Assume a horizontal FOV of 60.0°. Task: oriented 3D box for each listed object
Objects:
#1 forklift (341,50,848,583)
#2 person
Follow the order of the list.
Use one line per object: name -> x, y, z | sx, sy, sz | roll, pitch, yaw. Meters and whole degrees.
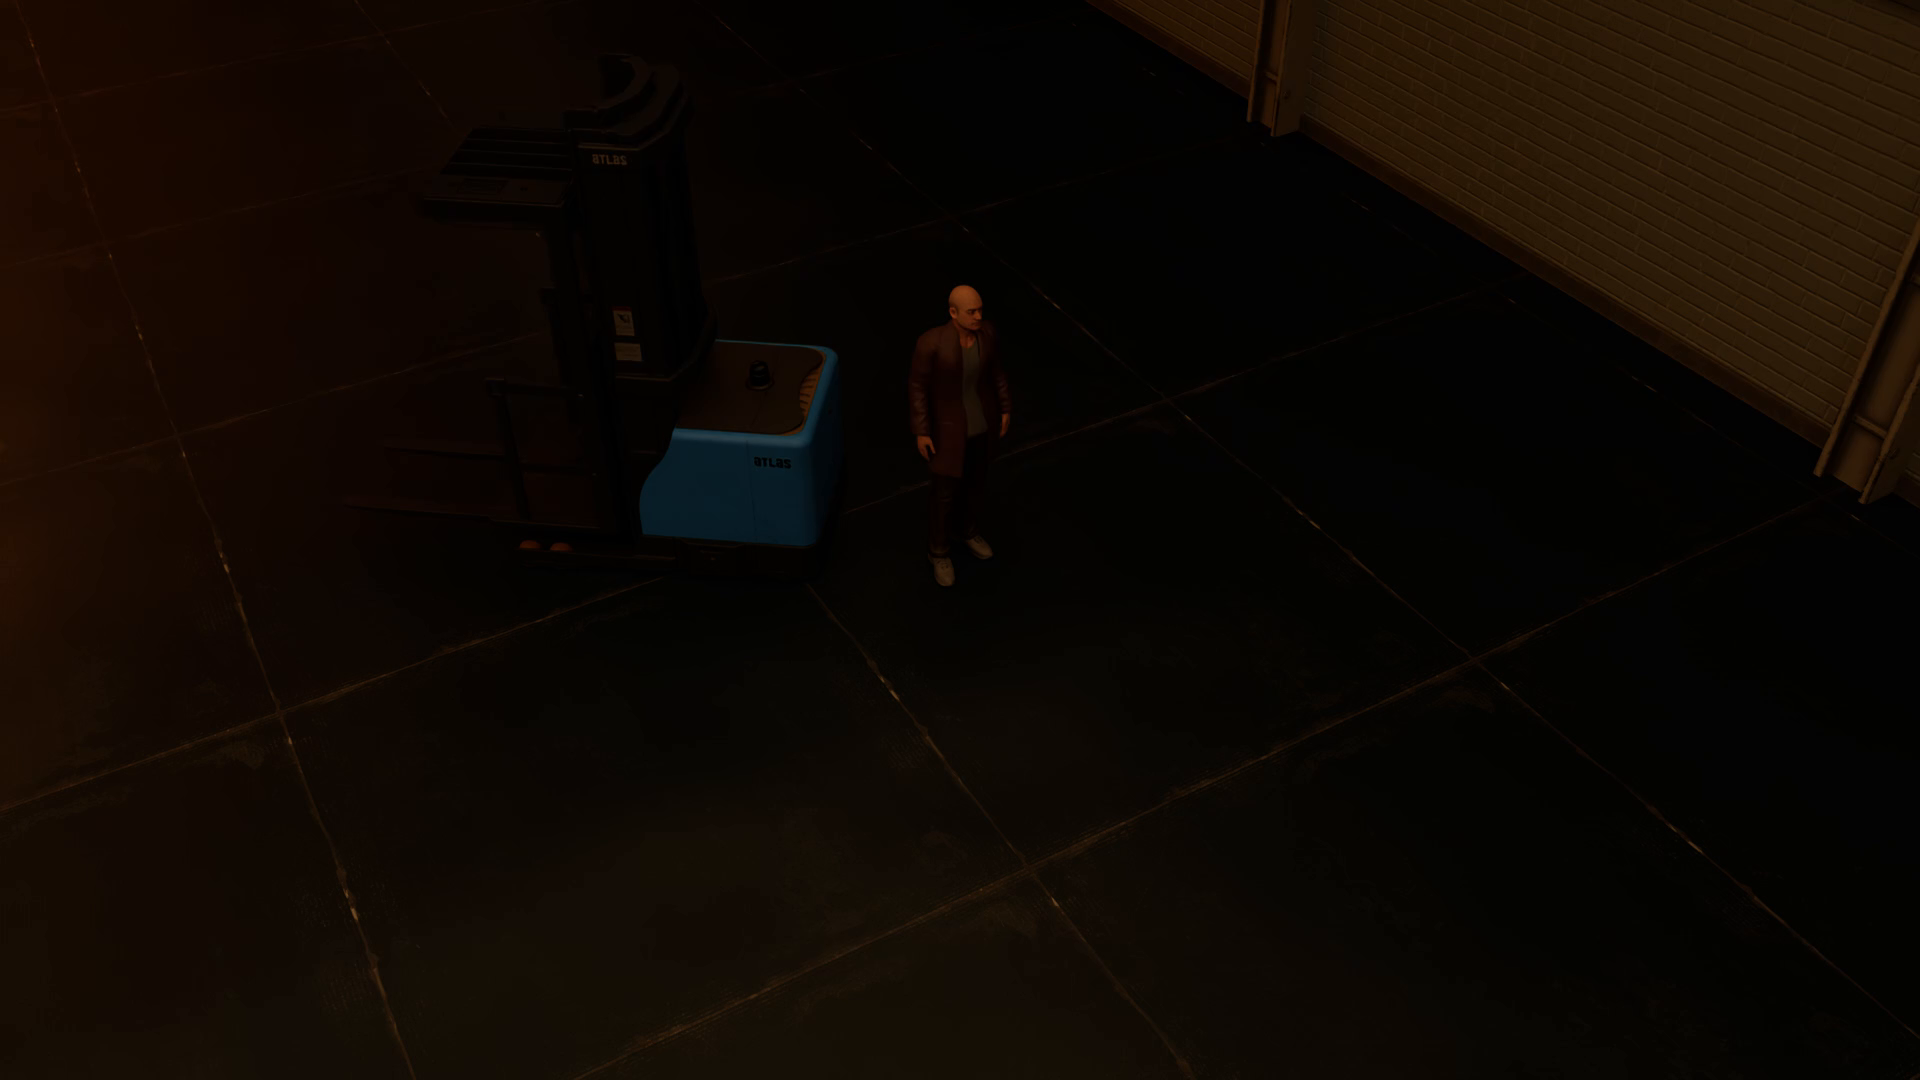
forklift -> -2.275, -1.279, 9.578 | 3.031, 2.935, 1.130 | 4, 40, 5
person -> 0.060, -0.631, 9.701 | 0.699, 1.778, 0.549 | -21, 44, -23
